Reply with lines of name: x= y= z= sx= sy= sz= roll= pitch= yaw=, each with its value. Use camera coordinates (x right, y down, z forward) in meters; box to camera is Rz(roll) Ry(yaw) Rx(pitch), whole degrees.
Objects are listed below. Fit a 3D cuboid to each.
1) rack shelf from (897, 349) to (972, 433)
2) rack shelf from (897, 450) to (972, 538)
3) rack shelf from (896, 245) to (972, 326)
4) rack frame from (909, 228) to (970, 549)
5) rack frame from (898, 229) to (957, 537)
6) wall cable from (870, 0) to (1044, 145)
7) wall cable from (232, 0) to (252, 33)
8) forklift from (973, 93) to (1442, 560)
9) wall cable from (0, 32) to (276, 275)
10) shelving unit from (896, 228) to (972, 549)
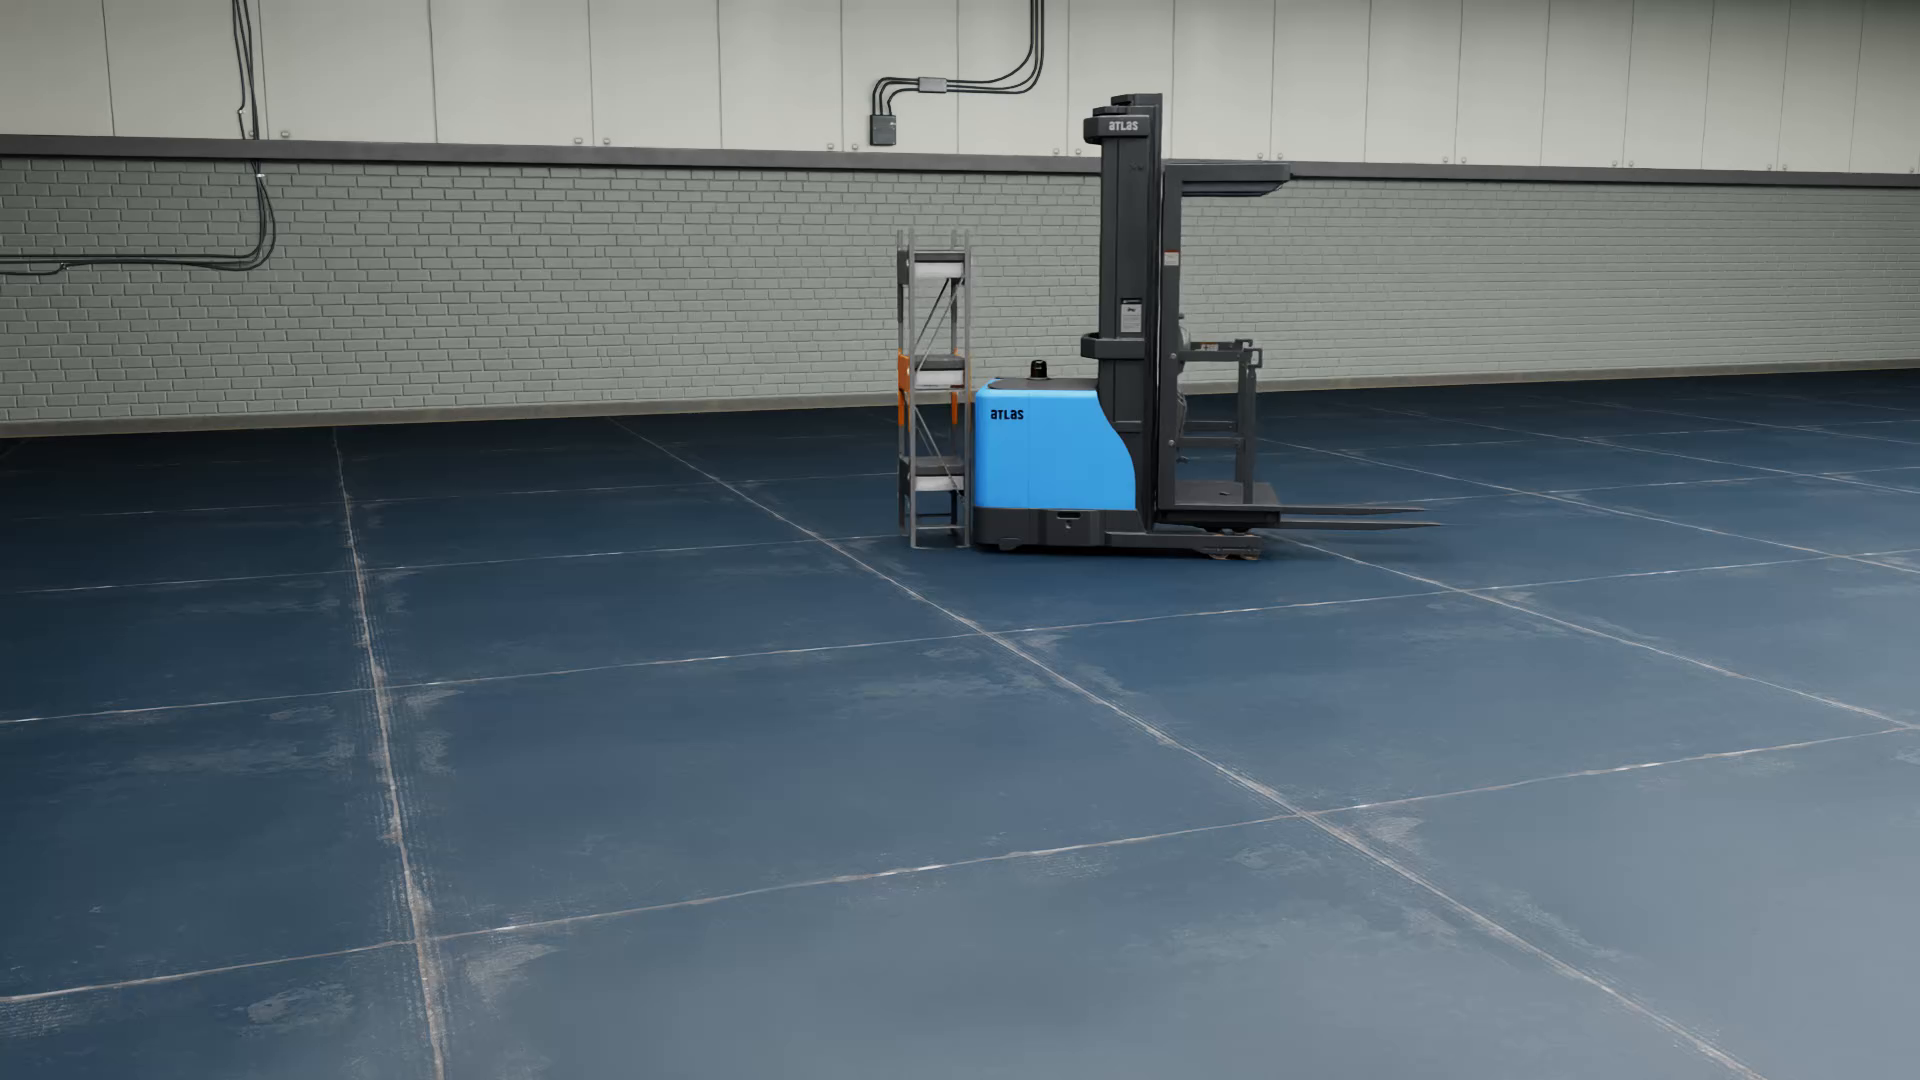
rack shelf: x=-0.177 y=-1.008 z=11.167 sx=0.431 sy=0.518 sz=0.480 roll=-2 pitch=10 yaw=-10
rack shelf: x=-0.177 y=-0.318 z=11.289 sx=0.431 sy=0.518 sz=0.480 roll=-2 pitch=10 yaw=-10
rack shelf: x=-0.177 y=-1.697 z=11.044 sx=0.431 sy=0.518 sz=0.480 roll=-2 pitch=10 yaw=-10
rack frame: x=-0.133 y=-0.979 z=10.928 sx=0.400 sy=2.100 sz=0.015 roll=-2 pitch=10 yaw=-10
rack frame: x=-0.221 y=-1.063 z=11.401 sx=0.400 sy=2.100 sz=0.015 roll=-2 pitch=10 yaw=-10
wall cable: x=0.001 y=-7.849 z=20.140 sx=2.305 sy=6.003 sz=0.169 roll=-4 pitch=11 yaw=-21
wall cable: x=-6.332 y=-6.704 z=17.860 sx=3.097 sy=2.526 sz=0.112 roll=-4 pitch=11 yaw=-21
forklift: x=1.637 y=-1.411 z=10.984 sx=3.031 sy=2.935 sz=1.130 roll=1 pitch=10 yaw=6
wall cable: x=-8.853 y=-4.046 z=17.337 sx=3.097 sy=2.526 sz=0.112 roll=-4 pitch=11 yaw=-21
shelving unit: x=-0.177 y=-1.021 z=11.164 sx=0.431 sy=2.100 sz=0.503 roll=-2 pitch=10 yaw=-10
